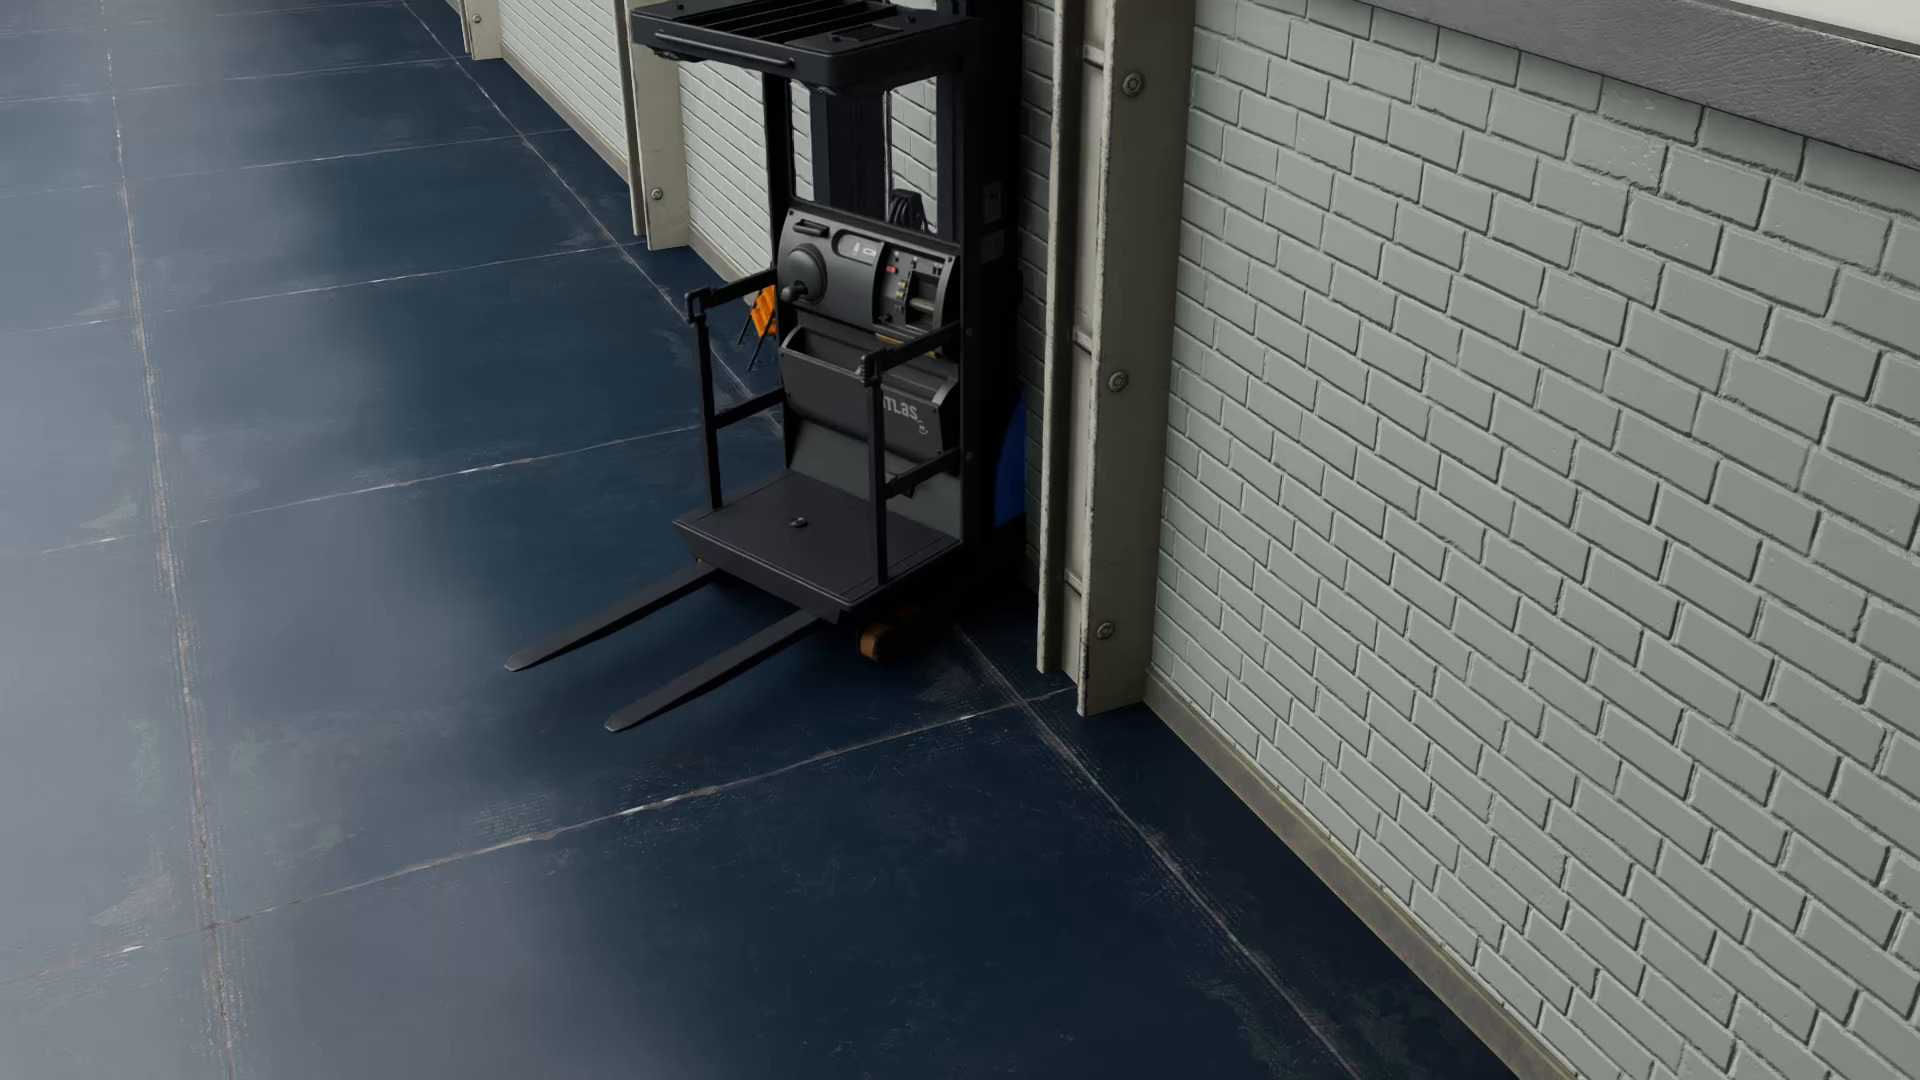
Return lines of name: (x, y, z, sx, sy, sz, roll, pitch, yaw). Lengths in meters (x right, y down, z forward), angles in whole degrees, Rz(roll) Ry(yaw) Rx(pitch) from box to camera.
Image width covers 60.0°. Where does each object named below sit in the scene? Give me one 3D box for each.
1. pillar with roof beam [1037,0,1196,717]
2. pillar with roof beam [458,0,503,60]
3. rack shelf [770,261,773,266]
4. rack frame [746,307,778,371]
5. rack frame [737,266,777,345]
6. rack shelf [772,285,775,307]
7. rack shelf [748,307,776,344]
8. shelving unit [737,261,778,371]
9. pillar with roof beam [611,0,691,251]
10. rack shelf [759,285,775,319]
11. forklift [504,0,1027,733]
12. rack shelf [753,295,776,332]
pillar with roof beam: (-3.352, -2.446, 2.911, 9.100, 9.000, 0.400, -13, 32, -22)
pillar with roof beam: (-8.504, -7.747, 12.364, 9.100, 9.000, 0.400, -13, 32, -22)
rack shelf: (-0.857, -1.425, 8.837, 0.258, 0.103, 0.180, -10, 67, -28)
rack frame: (-0.893, -1.254, 8.964, 0.240, 1.200, 0.006, -10, 67, -28)
rack frame: (-0.956, -1.413, 9.028, 0.240, 1.200, 0.006, -10, 67, -28)
rack shelf: (-0.898, -1.369, 8.935, 0.258, 0.103, 0.180, -10, 67, -28)
rack shelf: (-1.024, -1.201, 9.228, 0.258, 0.103, 0.180, -10, 67, -28)
shelving unit: (-0.925, -1.333, 8.996, 0.258, 1.200, 0.189, -10, 67, -28)
pillar with roof beam: (-5.928, -5.096, 7.638, 9.100, 9.000, 0.400, -13, 32, -22)
rack shelf: (-0.940, -1.313, 9.032, 0.258, 0.103, 0.180, -10, 67, -28)
forklift: (-0.526, -1.053, 6.631, 1.130, 2.935, 3.031, 23, 36, 35)
rack shelf: (-0.982, -1.257, 9.130, 0.258, 0.103, 0.180, -10, 67, -28)
